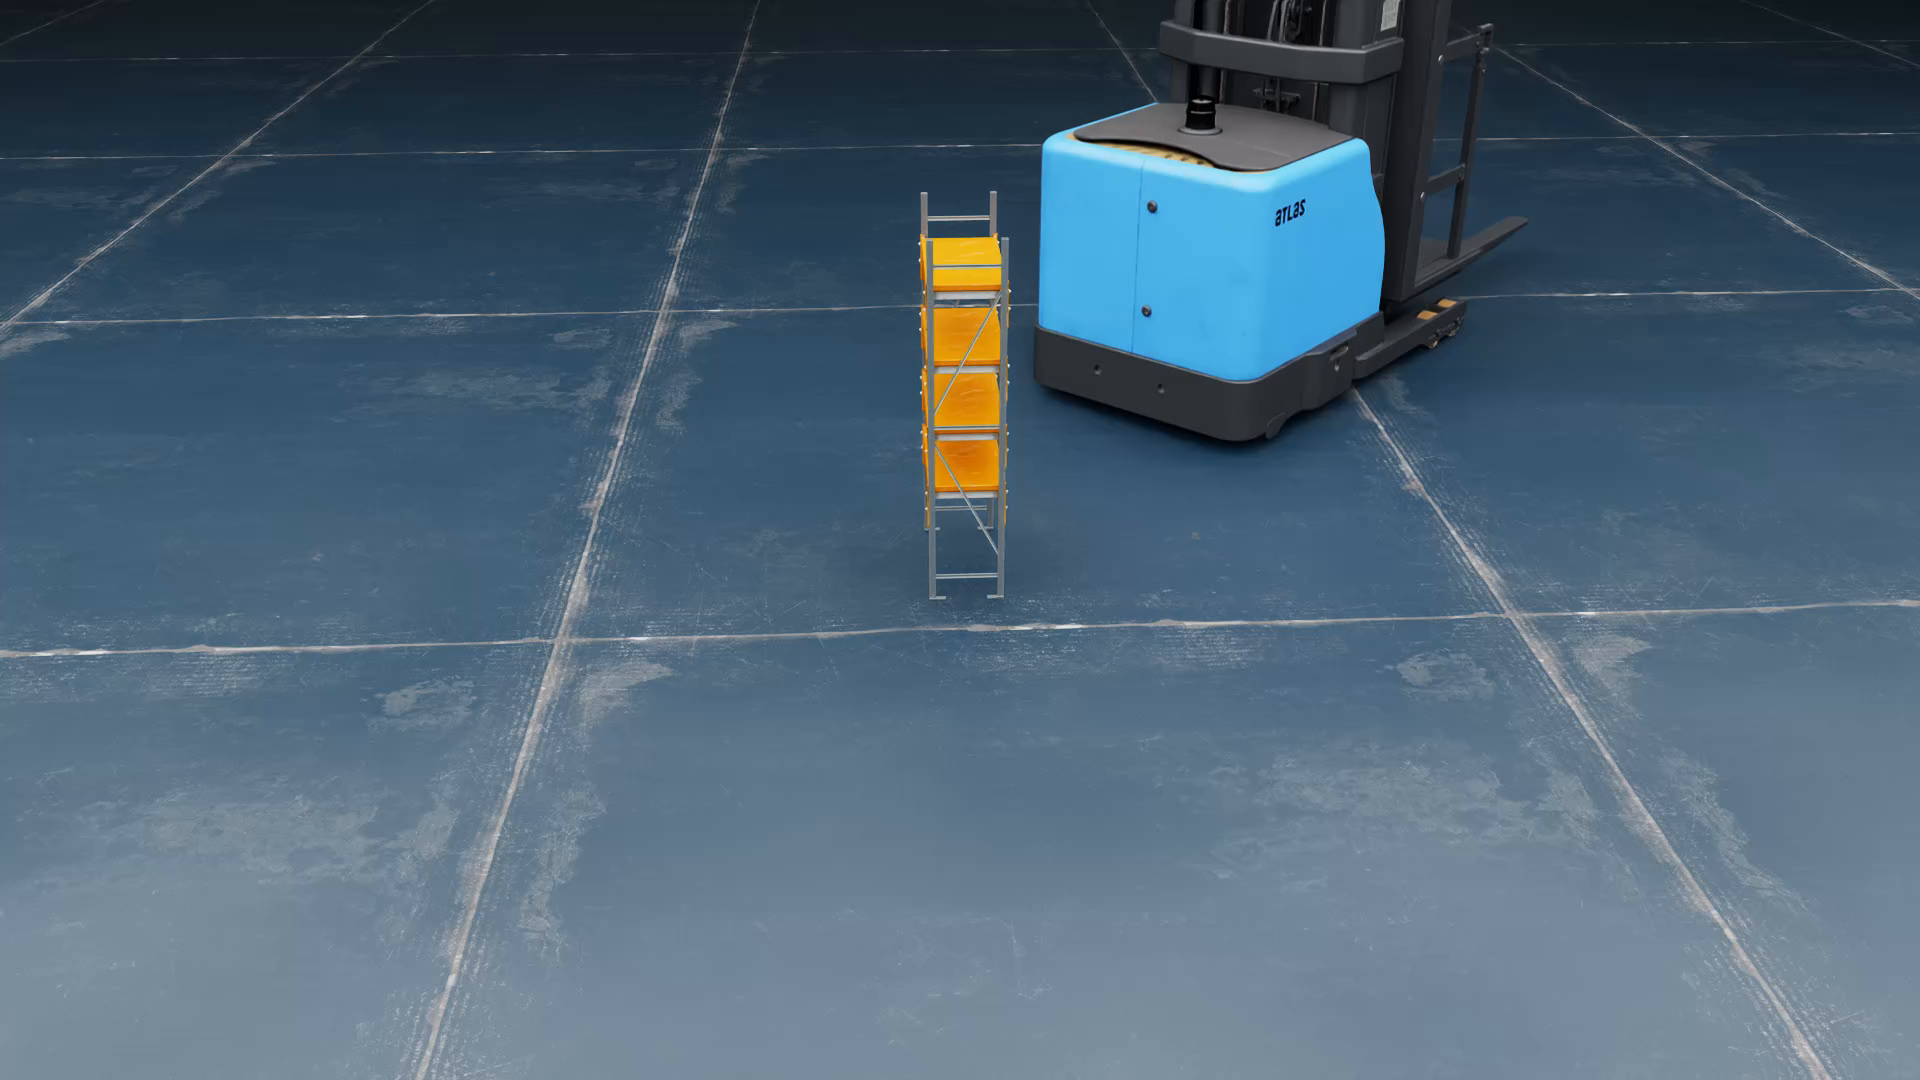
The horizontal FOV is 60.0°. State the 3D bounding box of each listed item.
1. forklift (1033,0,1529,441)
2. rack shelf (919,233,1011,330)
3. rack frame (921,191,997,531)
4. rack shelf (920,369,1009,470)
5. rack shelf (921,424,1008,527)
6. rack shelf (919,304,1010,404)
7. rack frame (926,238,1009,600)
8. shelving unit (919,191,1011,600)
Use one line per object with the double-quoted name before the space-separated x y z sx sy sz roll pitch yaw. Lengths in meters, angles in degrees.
"forklift" 1.634 -2.282 6.956 1.130 2.935 3.031 21 34 35
"rack shelf" 0.009 -0.804 5.144 0.258 0.148 0.480 -1 28 -3
"rack frame" -0.004 -0.568 5.542 0.240 1.200 0.015 -1 28 -3
"rack shelf" 0.009 -0.396 5.357 0.258 0.148 0.480 -1 28 -3
"rack shelf" 0.009 -0.220 5.449 0.258 0.148 0.480 -1 28 -3
"rack shelf" 0.009 -0.594 5.254 0.258 0.148 0.480 -1 28 -3
"rack frame" 0.021 -0.343 5.110 0.240 1.200 0.015 -1 28 -3
"shelving unit" 0.009 -0.456 5.326 0.258 1.200 0.503 -1 28 -3
